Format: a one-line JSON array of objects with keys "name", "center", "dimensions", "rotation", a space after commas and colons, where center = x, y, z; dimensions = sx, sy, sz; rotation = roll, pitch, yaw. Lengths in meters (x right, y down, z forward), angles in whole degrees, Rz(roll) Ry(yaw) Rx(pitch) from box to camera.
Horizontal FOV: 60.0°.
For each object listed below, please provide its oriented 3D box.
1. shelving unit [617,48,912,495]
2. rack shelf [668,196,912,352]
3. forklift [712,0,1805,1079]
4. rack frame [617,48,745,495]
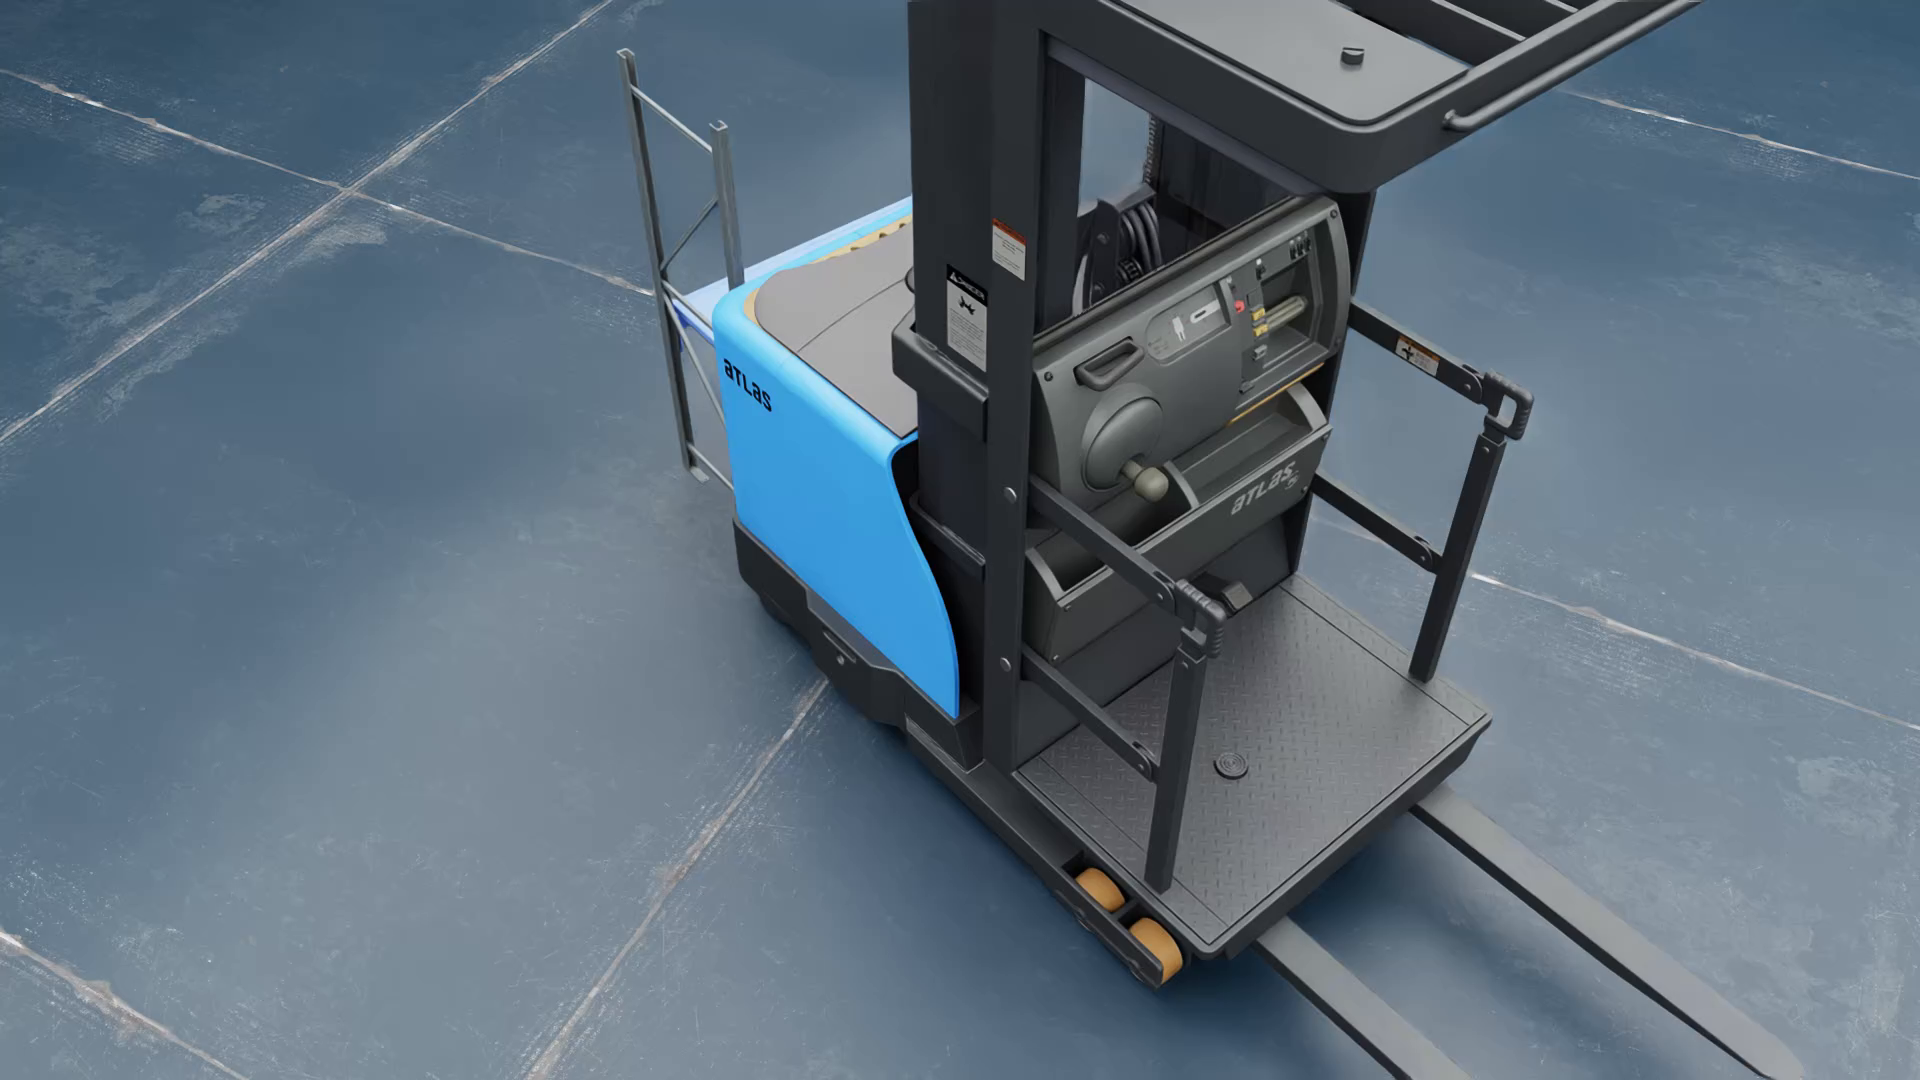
[{"name": "shelving unit", "center": [-0.350, -0.865, 5.051], "dimensions": [1.048, 1.500, 0.538], "rotation": [-29, 52, -26]}, {"name": "rack shelf", "center": [-0.349, -0.739, 5.179], "dimensions": [1.000, 0.185, 0.538], "rotation": [-29, 52, -26]}, {"name": "forklift", "center": [0.668, -0.334, 3.520], "dimensions": [1.130, 2.935, 3.031], "rotation": [-31, 53, -27]}, {"name": "rack frame", "center": [-0.748, -0.641, 4.829], "dimensions": [0.032, 1.500, 0.500], "rotation": [-29, 52, -26]}]
